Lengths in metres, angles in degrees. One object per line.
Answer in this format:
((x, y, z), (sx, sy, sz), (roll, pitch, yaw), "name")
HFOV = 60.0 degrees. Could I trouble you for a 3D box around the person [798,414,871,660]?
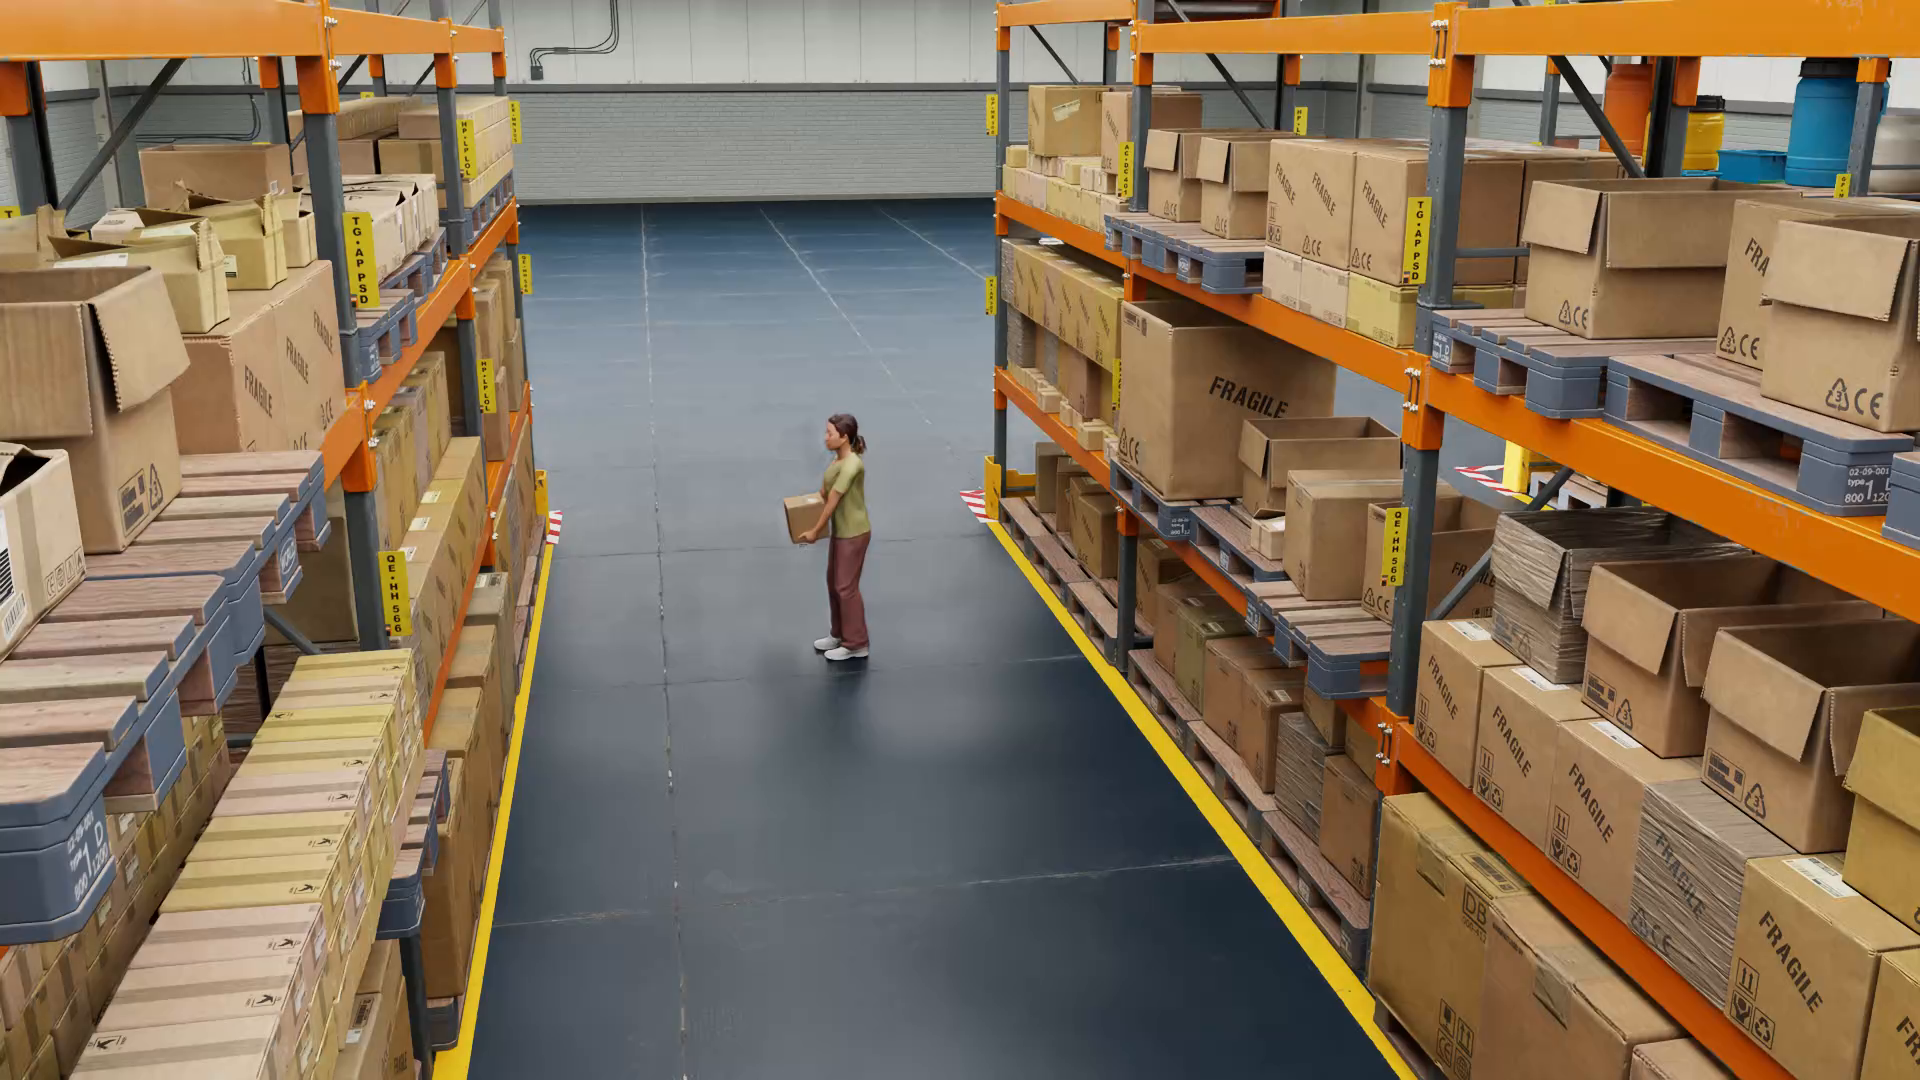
((-0.850, -0.025, 11.145), (0.503, 1.668, 0.407), (-3, 17, -11), "person")
